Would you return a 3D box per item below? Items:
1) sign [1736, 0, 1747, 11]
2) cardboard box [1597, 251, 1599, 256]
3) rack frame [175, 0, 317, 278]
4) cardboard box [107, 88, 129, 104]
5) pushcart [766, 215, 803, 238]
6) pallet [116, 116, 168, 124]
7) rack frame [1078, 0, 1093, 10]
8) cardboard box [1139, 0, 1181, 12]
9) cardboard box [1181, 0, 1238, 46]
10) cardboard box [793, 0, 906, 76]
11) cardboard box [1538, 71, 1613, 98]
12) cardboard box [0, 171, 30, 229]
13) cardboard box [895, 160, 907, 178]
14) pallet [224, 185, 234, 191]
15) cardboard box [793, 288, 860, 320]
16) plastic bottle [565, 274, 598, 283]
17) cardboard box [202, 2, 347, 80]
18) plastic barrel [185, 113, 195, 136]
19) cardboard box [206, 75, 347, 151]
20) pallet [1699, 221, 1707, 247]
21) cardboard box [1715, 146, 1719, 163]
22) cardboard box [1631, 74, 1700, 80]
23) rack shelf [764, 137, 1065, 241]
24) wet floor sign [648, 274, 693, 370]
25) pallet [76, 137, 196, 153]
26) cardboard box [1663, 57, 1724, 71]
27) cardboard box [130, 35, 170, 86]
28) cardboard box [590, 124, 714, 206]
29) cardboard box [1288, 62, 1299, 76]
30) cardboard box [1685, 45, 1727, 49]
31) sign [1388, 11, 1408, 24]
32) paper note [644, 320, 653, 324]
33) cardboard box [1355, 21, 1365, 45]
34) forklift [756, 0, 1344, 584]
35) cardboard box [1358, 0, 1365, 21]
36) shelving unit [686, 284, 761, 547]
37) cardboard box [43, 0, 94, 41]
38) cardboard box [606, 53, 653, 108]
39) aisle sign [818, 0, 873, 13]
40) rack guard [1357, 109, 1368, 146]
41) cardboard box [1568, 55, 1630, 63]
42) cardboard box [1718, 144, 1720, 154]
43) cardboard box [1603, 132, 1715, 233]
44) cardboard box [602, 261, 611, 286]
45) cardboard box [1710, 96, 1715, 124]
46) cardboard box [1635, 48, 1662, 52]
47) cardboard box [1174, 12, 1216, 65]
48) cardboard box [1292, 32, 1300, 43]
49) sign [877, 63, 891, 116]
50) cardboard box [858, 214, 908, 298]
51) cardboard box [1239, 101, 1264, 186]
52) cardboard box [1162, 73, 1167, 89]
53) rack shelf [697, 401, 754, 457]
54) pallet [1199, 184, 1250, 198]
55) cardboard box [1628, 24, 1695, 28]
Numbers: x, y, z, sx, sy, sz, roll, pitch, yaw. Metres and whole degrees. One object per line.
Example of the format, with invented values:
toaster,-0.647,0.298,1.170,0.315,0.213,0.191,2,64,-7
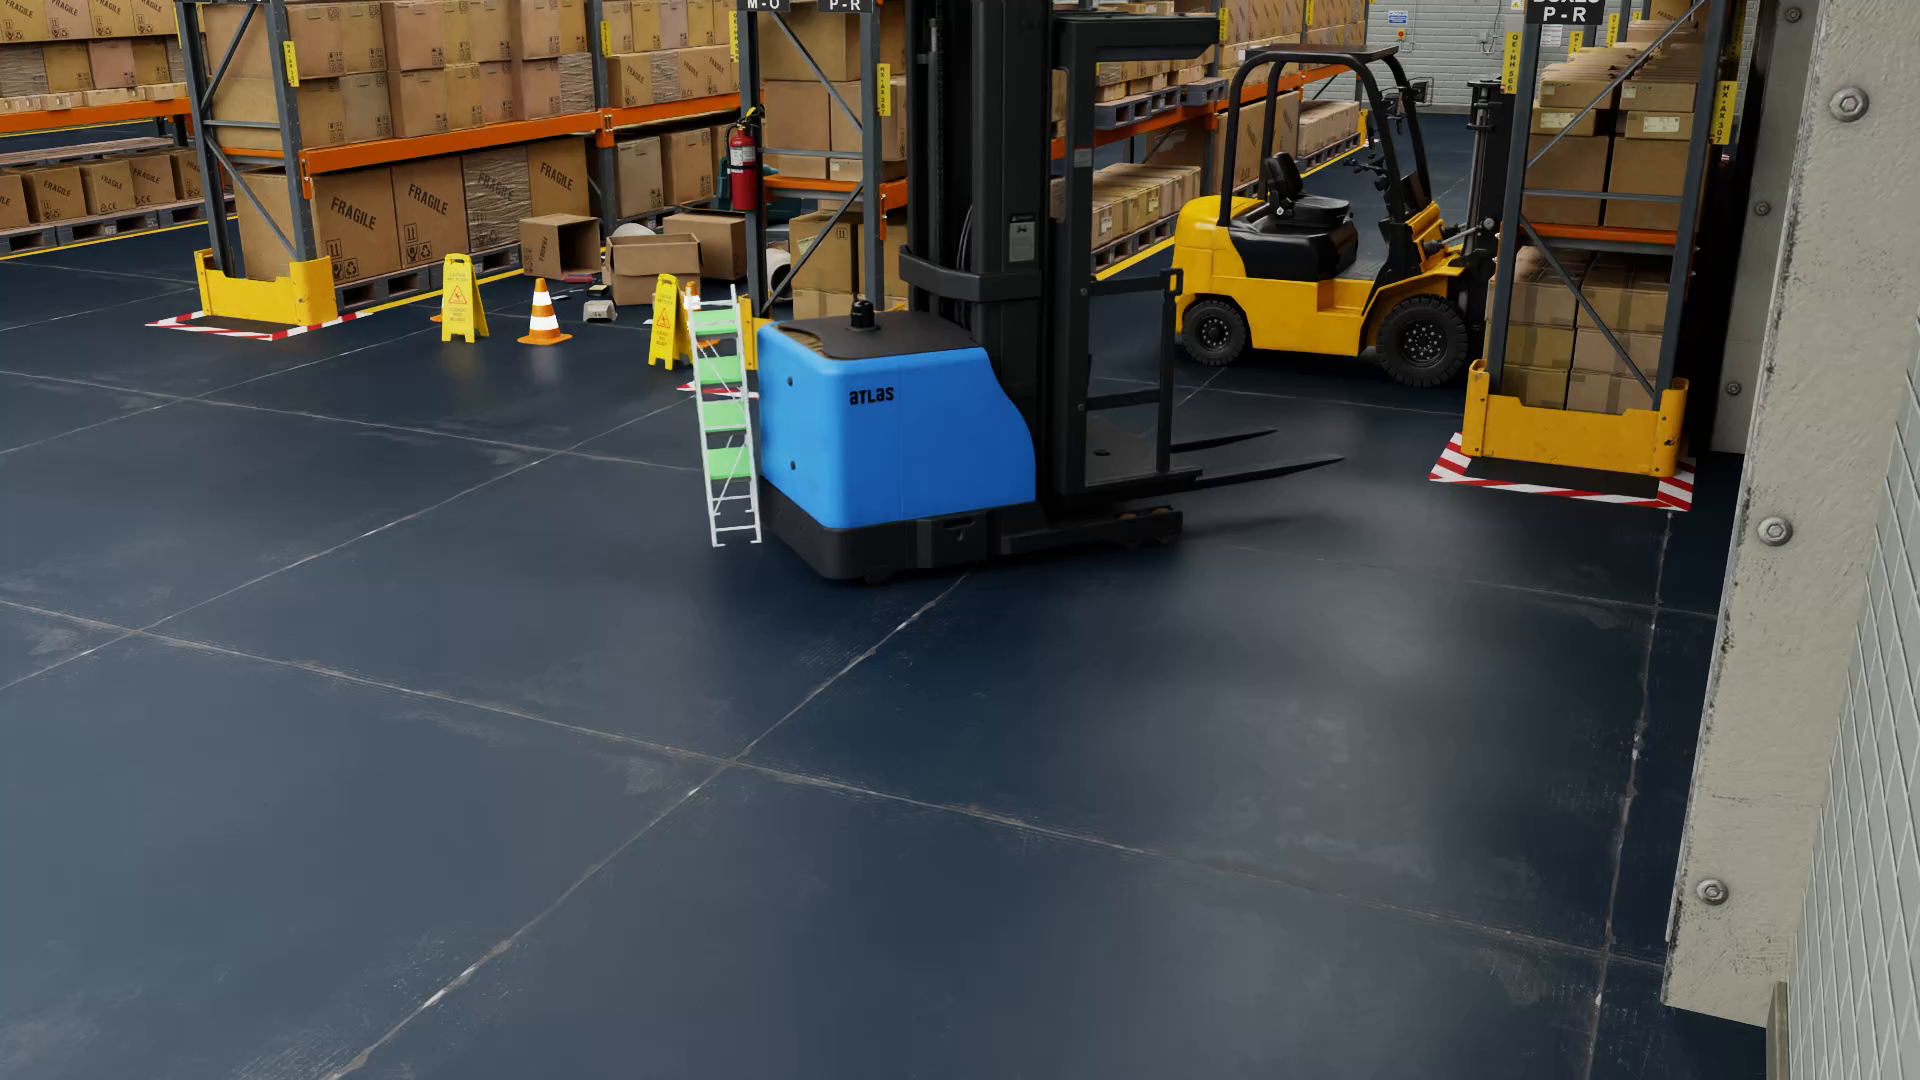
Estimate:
sign,8.960,-6.035,19.096,0.100,0.325,0.005,9,21,23
cardboard box,4.058,-1.919,11.237,0.500,0.250,0.500,8,21,22
rack frame,-5.549,-3.224,12.921,1.000,3.000,0.127,9,21,23
cardboard box,-8.771,-4.559,17.049,0.380,0.149,0.250,9,21,23
pushcart,-1.454,-2.861,15.813,1.648,0.377,0.936,1,20,4
pallet,-14.453,-7.397,28.816,1.003,0.211,1.213,9,21,23
rack frame,0.647,-3.799,14.537,1.000,3.000,0.127,9,21,23
cardboard box,2.258,-5.734,18.336,0.500,0.500,0.500,8,21,21
cardboard box,2.710,-5.657,18.120,0.500,0.500,0.500,8,21,21
cardboard box,-0.767,-3.574,11.820,0.700,0.500,0.500,9,21,23
cardboard box,3.648,-2.691,9.860,0.380,0.149,0.250,9,22,24
cardboard box,-9.548,-3.332,16.328,0.500,0.500,0.500,15,25,37
cardboard box,-0.573,-2.612,11.575,0.380,0.149,0.250,9,21,24
pallet,-8.077,-4.083,19.497,1.003,0.211,1.213,9,21,23
cardboard box,-0.896,-1.770,12.308,0.500,0.250,0.500,8,21,22
plastic bottle,-3.350,-2.317,14.755,0.283,0.061,0.133,1,20,4
cardboard box,-5.361,-3.912,13.019,0.875,0.550,0.550,9,21,23
plastic barrel,-11.090,-6.388,24.430,0.600,0.830,0.708,9,21,23
cardboard box,-5.438,-3.415,13.233,0.875,0.550,0.550,9,21,23
pallet,7.155,-3.251,17.157,1.003,0.211,1.213,9,21,23
cardboard box,7.670,-4.019,17.291,0.380,0.149,0.250,8,21,20
cardboard box,4.104,-2.620,9.662,0.380,0.149,0.250,9,21,24
rack shelf,-0.172,-2.848,12.938,1.077,0.370,4.000,9,21,23
wet floor sign,-2.045,-1.555,11.742,0.267,0.644,0.232,18,26,41
pallet,-11.628,-5.516,23.526,1.003,0.211,1.213,9,21,23
cardboard box,4.915,-3.157,11.172,0.380,0.149,0.250,8,21,22
cardboard box,-8.872,-5.069,17.514,0.875,0.500,0.500,9,21,23
cardboard box,-3.340,-4.081,18.062,1.050,0.750,0.750,9,21,23
cardboard box,3.969,-6.002,20.956,0.500,0.250,0.500,8,21,21
cardboard box,6.861,-4.472,15.312,0.380,0.149,0.250,9,22,24
sign,7.829,-9.347,29.733,0.327,0.218,0.001,9,21,23
paper note,-2.420,-1.739,13.176,0.148,0.019,0.142,1,20,4
cardboard box,5.604,-7.330,24.318,0.500,0.500,0.500,9,21,23
forklift,0.551,-1.495,8.160,3.031,2.935,1.130,-9,21,-24
cardboard box,5.580,-7.805,24.161,0.500,0.500,0.500,9,22,24
shelving unit,-1.175,-0.624,8.277,0.258,1.200,0.503,-6,20,-8
cardboard box,-8.945,-5.183,16.345,0.500,0.500,0.500,9,21,23
cardboard box,-3.450,-4.618,16.691,0.500,0.500,0.500,9,21,23
aisle sign,-0.734,-3.739,10.490,0.394,0.787,0.004,9,21,23
rack guard,5.570,-6.297,25.291,1.175,0.500,0.348,9,21,23
cardboard box,4.374,-3.236,11.392,0.380,0.149,0.250,8,21,22
cardboard box,8.521,-4.394,19.314,0.500,0.500,0.500,8,21,22
cardboard box,3.995,-2.056,9.488,0.500,0.500,0.500,9,22,24
cardboard box,-2.934,-2.381,14.630,0.396,0.266,0.258,13,23,32
cardboard box,4.399,-2.618,10.098,0.380,0.149,0.250,9,21,23
cardboard box,6.054,-4.311,14.859,0.380,0.149,0.250,9,21,23
cardboard box,2.352,-5.230,17.340,0.500,0.500,0.500,8,21,21
cardboard box,3.964,-6.241,20.882,0.500,0.250,0.500,9,21,23
sign,-0.496,-2.909,10.744,0.100,0.325,0.005,9,21,23
cardboard box,-0.400,-2.048,11.970,0.500,0.500,0.500,8,21,21
cardboard box,3.012,-4.690,19.587,0.875,0.875,0.875,9,21,23
cardboard box,1.803,-4.484,16.212,0.380,0.149,0.250,8,21,21
rack shelf,-1.172,-0.564,8.299,0.258,0.148,0.480,-6,20,-8
pallet,2.676,-3.938,19.091,1.003,0.211,1.213,9,21,23
cardboard box,7.517,-5.294,17.965,0.700,0.500,0.500,8,21,22
